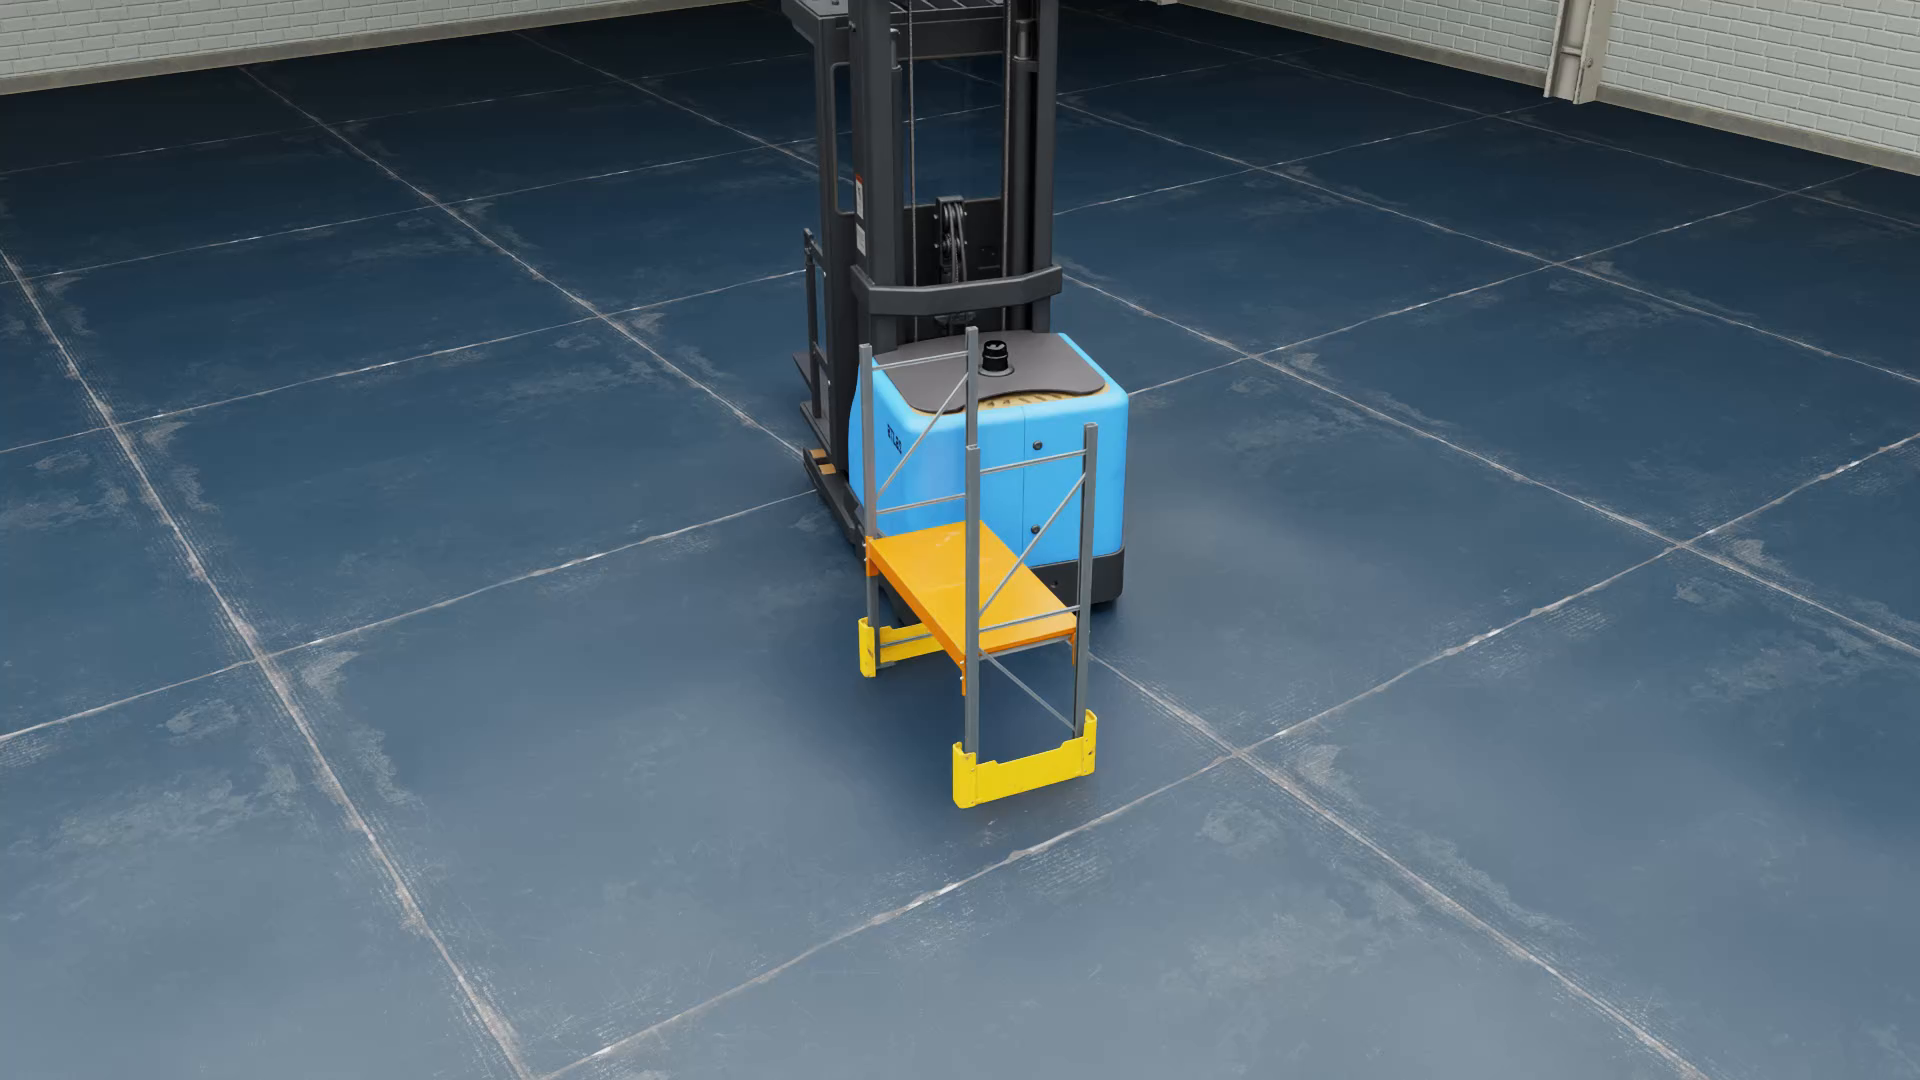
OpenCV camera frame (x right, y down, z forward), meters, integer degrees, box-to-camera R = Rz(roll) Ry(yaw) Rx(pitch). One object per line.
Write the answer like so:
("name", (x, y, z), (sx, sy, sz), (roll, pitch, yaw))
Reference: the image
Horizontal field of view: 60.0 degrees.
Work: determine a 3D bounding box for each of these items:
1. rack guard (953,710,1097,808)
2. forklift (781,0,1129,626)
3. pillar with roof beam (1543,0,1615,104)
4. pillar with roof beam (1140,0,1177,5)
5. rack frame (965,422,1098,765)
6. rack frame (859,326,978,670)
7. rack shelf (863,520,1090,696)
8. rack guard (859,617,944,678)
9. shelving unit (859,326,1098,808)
("rack guard", (0.252, 0.845, 6.432), (0.587, 0.250, 0.087), (-12, 31, -21))
("forklift", (-0.194, -1.570, 8.070), (1.130, 2.935, 3.031), (-9, 30, -16))
("pillar with roof beam", (2.419, -7.056, 11.814), (9.100, 9.000, 0.400), (-19, 34, -31))
("pillar with roof beam", (-1.061, -9.389, 16.109), (9.100, 9.000, 0.400), (-19, 34, -31))
("rack frame", (0.253, 0.296, 6.133), (0.500, 1.500, 0.032), (-12, 31, -21))
("rack frame", (-0.161, -0.147, 6.949), (0.500, 1.500, 0.032), (-12, 31, -21))
("rack shelf", (0.046, 0.233, 6.627), (0.538, 0.185, 1.000), (-12, 31, -21))
("rack guard", (-0.153, 0.411, 7.232), (0.587, 0.250, 0.087), (-12, 31, -21))
("shelving unit", (0.050, 0.079, 6.534), (0.587, 1.500, 1.083), (-12, 31, -21))
